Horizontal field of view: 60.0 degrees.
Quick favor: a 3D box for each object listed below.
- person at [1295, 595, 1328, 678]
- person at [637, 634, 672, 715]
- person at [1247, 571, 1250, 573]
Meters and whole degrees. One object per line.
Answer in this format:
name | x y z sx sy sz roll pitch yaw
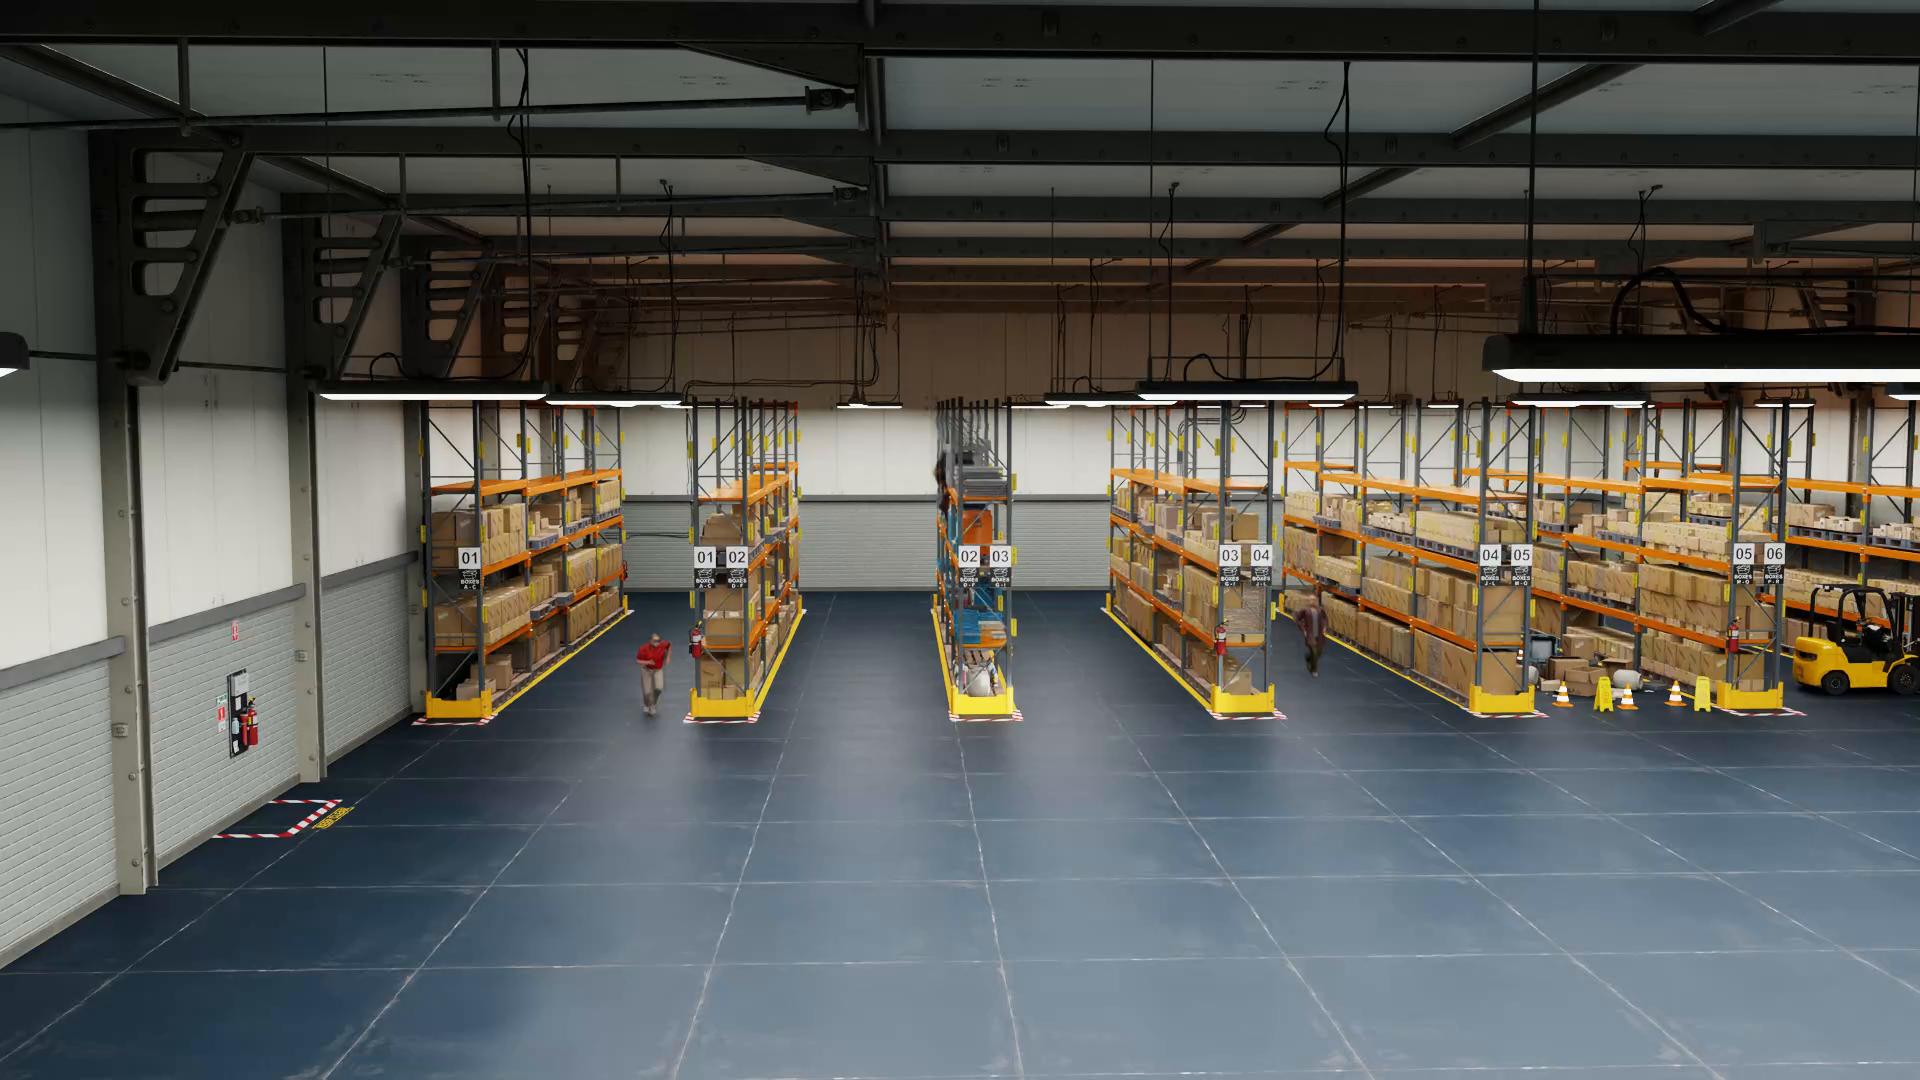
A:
person | 7.652 2.071 36.108 0.706 1.762 0.753 -1 4 -8
person | -5.753 2.520 31.303 0.695 1.598 0.978 -2 5 -22
person | 8.692 1.124 48.407 0.682 1.738 0.589 3 6 37
